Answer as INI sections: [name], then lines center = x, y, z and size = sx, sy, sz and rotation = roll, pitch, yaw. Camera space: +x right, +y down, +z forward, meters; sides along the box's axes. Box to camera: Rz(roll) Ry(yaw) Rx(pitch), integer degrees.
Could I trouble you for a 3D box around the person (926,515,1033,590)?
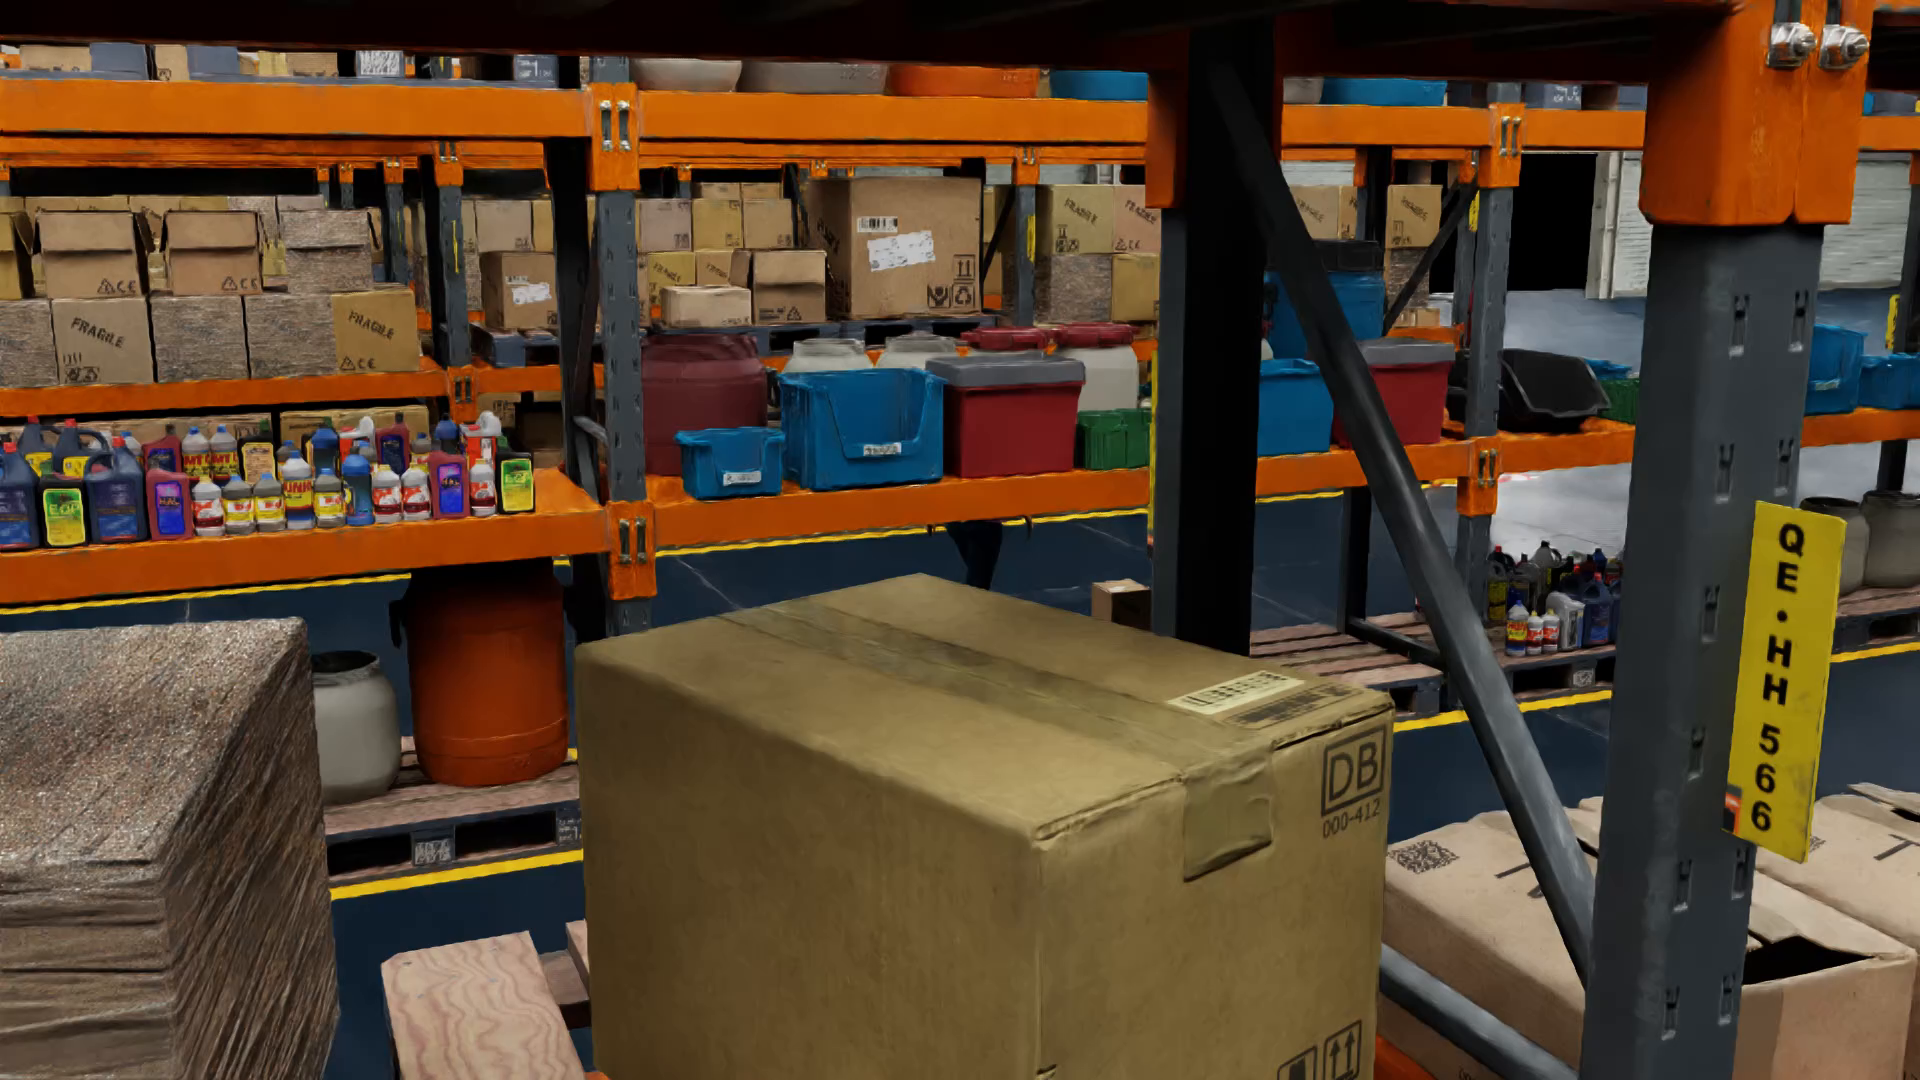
[person]
center = 0.063, -0.097, 8.445
size = 0.553, 1.575, 0.493
rotation = 11, 17, 42
